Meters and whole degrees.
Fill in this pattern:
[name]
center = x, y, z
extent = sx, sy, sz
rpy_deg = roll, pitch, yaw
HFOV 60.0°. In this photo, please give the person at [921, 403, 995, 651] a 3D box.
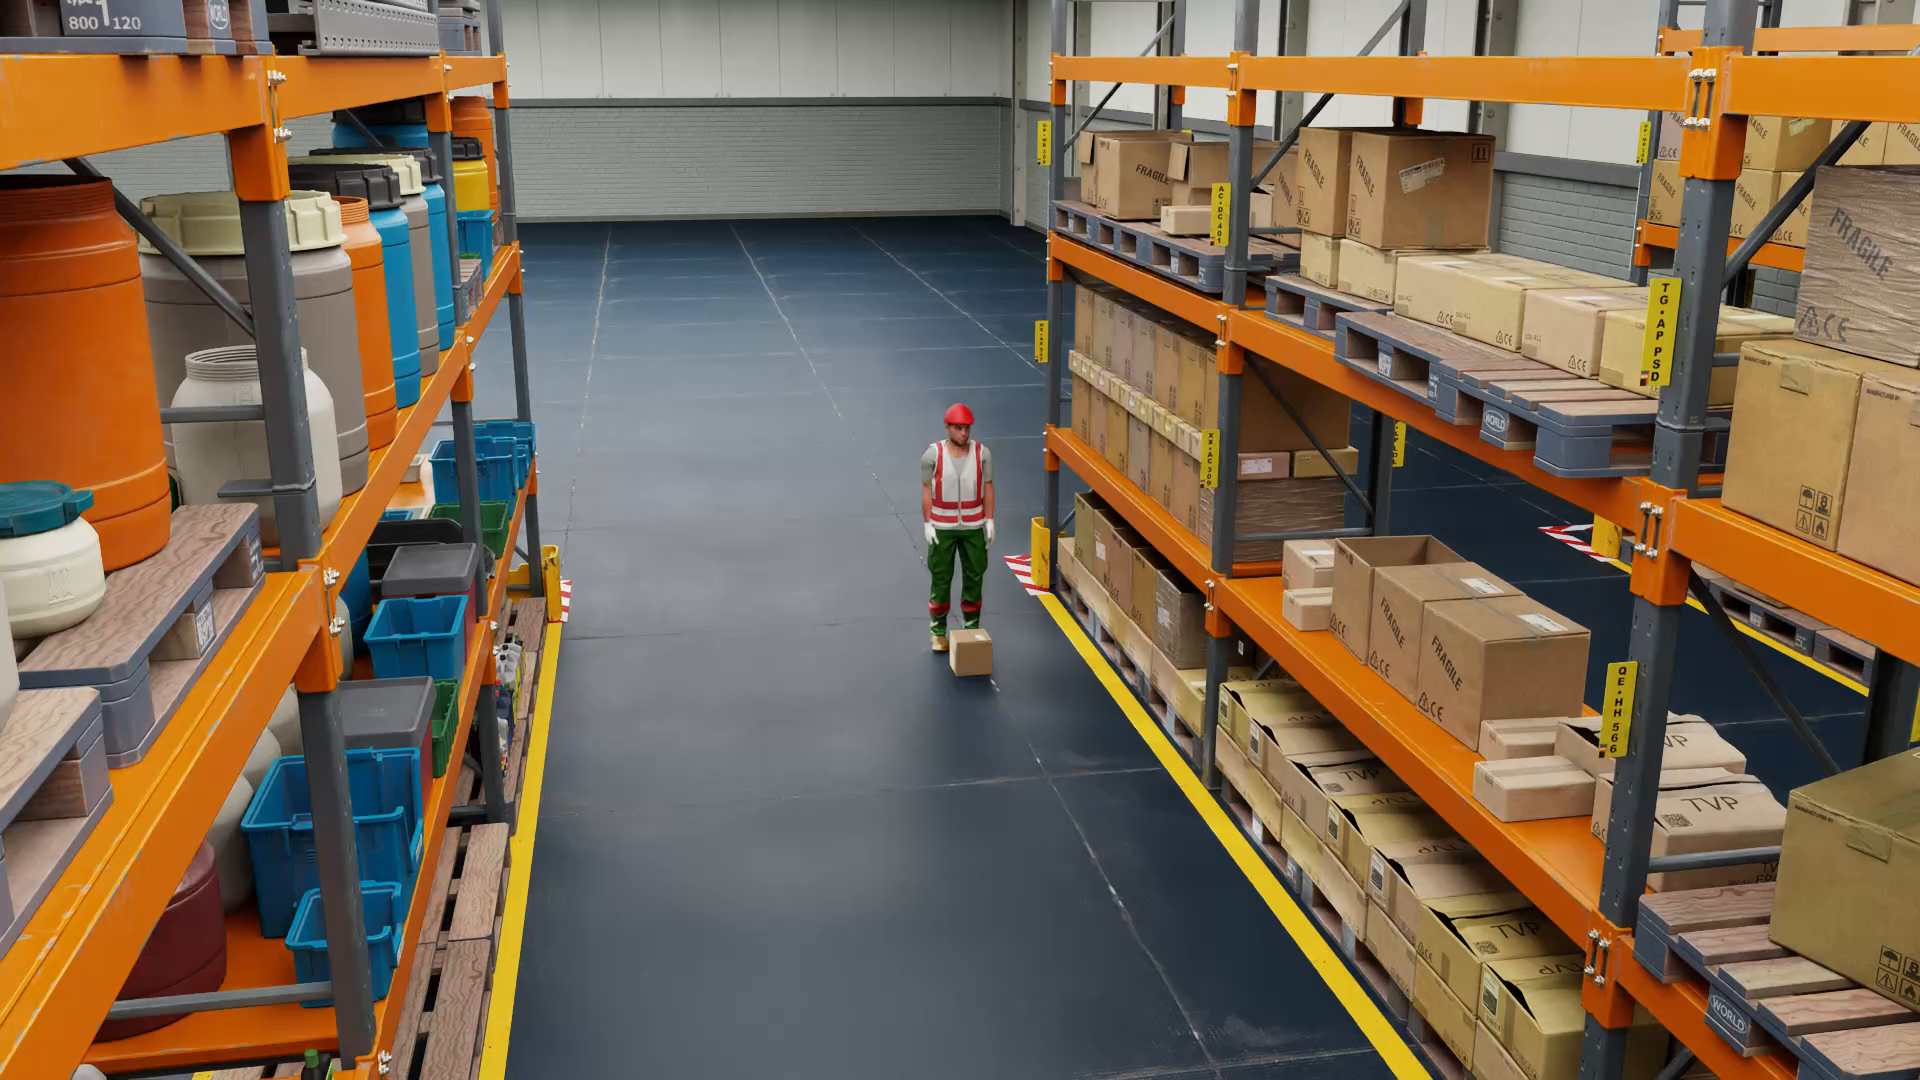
[person]
center = -0.010, -0.093, 11.816
extent = 0.525, 1.783, 0.338
rpy_deg = -3, 16, -9
